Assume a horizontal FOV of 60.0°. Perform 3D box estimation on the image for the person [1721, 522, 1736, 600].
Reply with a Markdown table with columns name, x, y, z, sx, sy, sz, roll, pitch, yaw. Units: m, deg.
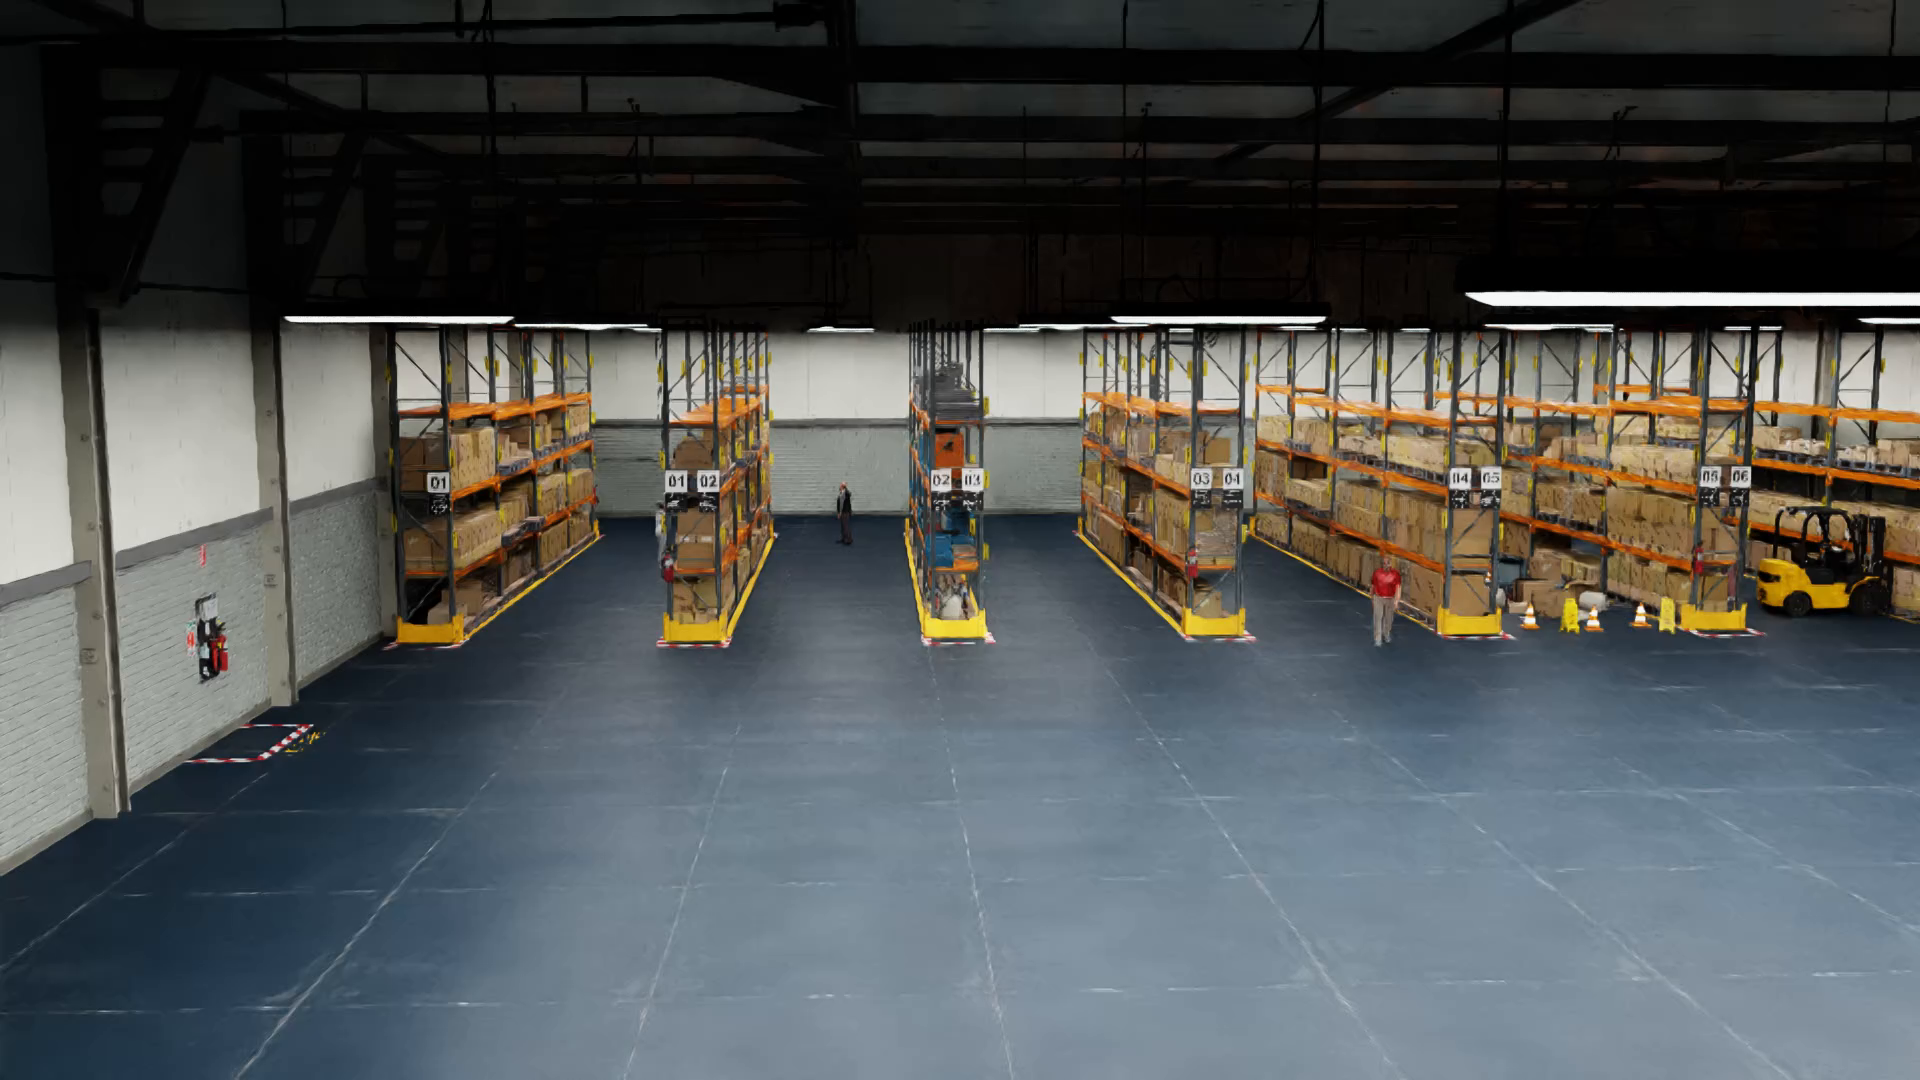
| name | x | y | z | sx | sy | sz | roll | pitch | yaw |
| --- | --- | --- | --- | --- | --- | --- | --- | --- | --- |
| person | 16.594 | 0.439 | 35.998 | 0.477 | 1.675 | 0.493 | 3 | 8 | 26 |

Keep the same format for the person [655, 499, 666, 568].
| name | x | y | z | sx | sy | sz | roll | pitch | yaw |
| --- | --- | --- | --- | --- | --- | --- | --- | --- | --- |
| person | -7.270 | -0.156 | 40.792 | 0.409 | 1.677 | 0.532 | -5 | 9 | -34 |

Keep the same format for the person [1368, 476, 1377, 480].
| name | x | y | z | sx | sy | sz | roll | pitch | yaw |
| --- | --- | --- | --- | --- | --- | --- | --- | --- | --- |
| person | 11.895 | -1.038 | 48.036 | 0.600 | 1.656 | 0.591 | -2 | 7 | -18 |

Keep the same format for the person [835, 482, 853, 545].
| name | x | y | z | sx | sy | sz | roll | pitch | yaw |
| --- | --- | --- | --- | --- | --- | --- | --- | --- | --- |
| person | -3.173 | -0.733 | 45.303 | 0.569 | 1.709 | 0.644 | 2 | 7 | 12 |

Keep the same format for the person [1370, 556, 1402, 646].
| name | x | y | z | sx | sy | sz | roll | pitch | yaw |
| --- | --- | --- | --- | --- | --- | --- | --- | --- | --- |
| person | 7.839 | 1.110 | 30.607 | 0.534 | 1.655 | 1.041 | 1 | 7 | 6 |
